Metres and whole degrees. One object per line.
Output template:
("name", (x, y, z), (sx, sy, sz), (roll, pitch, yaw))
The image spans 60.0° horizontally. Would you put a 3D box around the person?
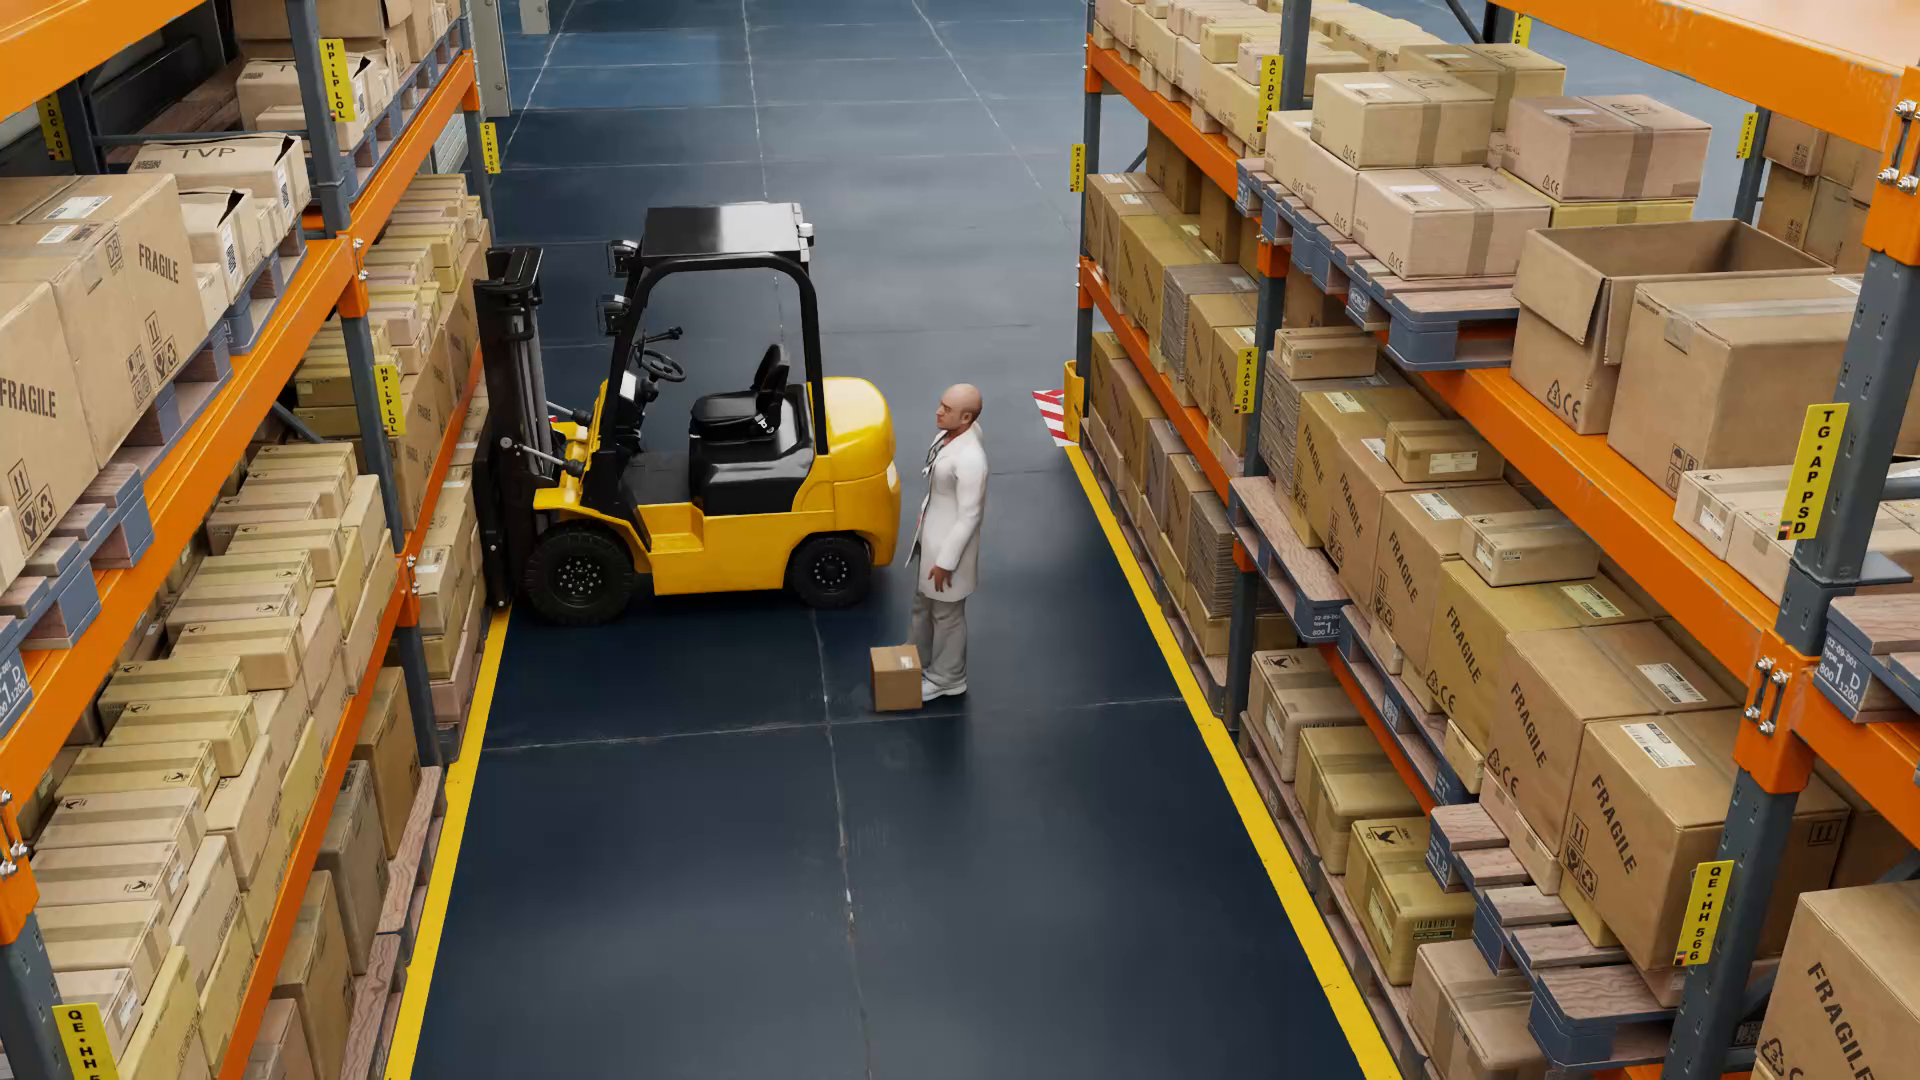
("person", (-0.157, 0.024, 8.568), (0.581, 1.776, 0.678), (-4, 27, -7))
